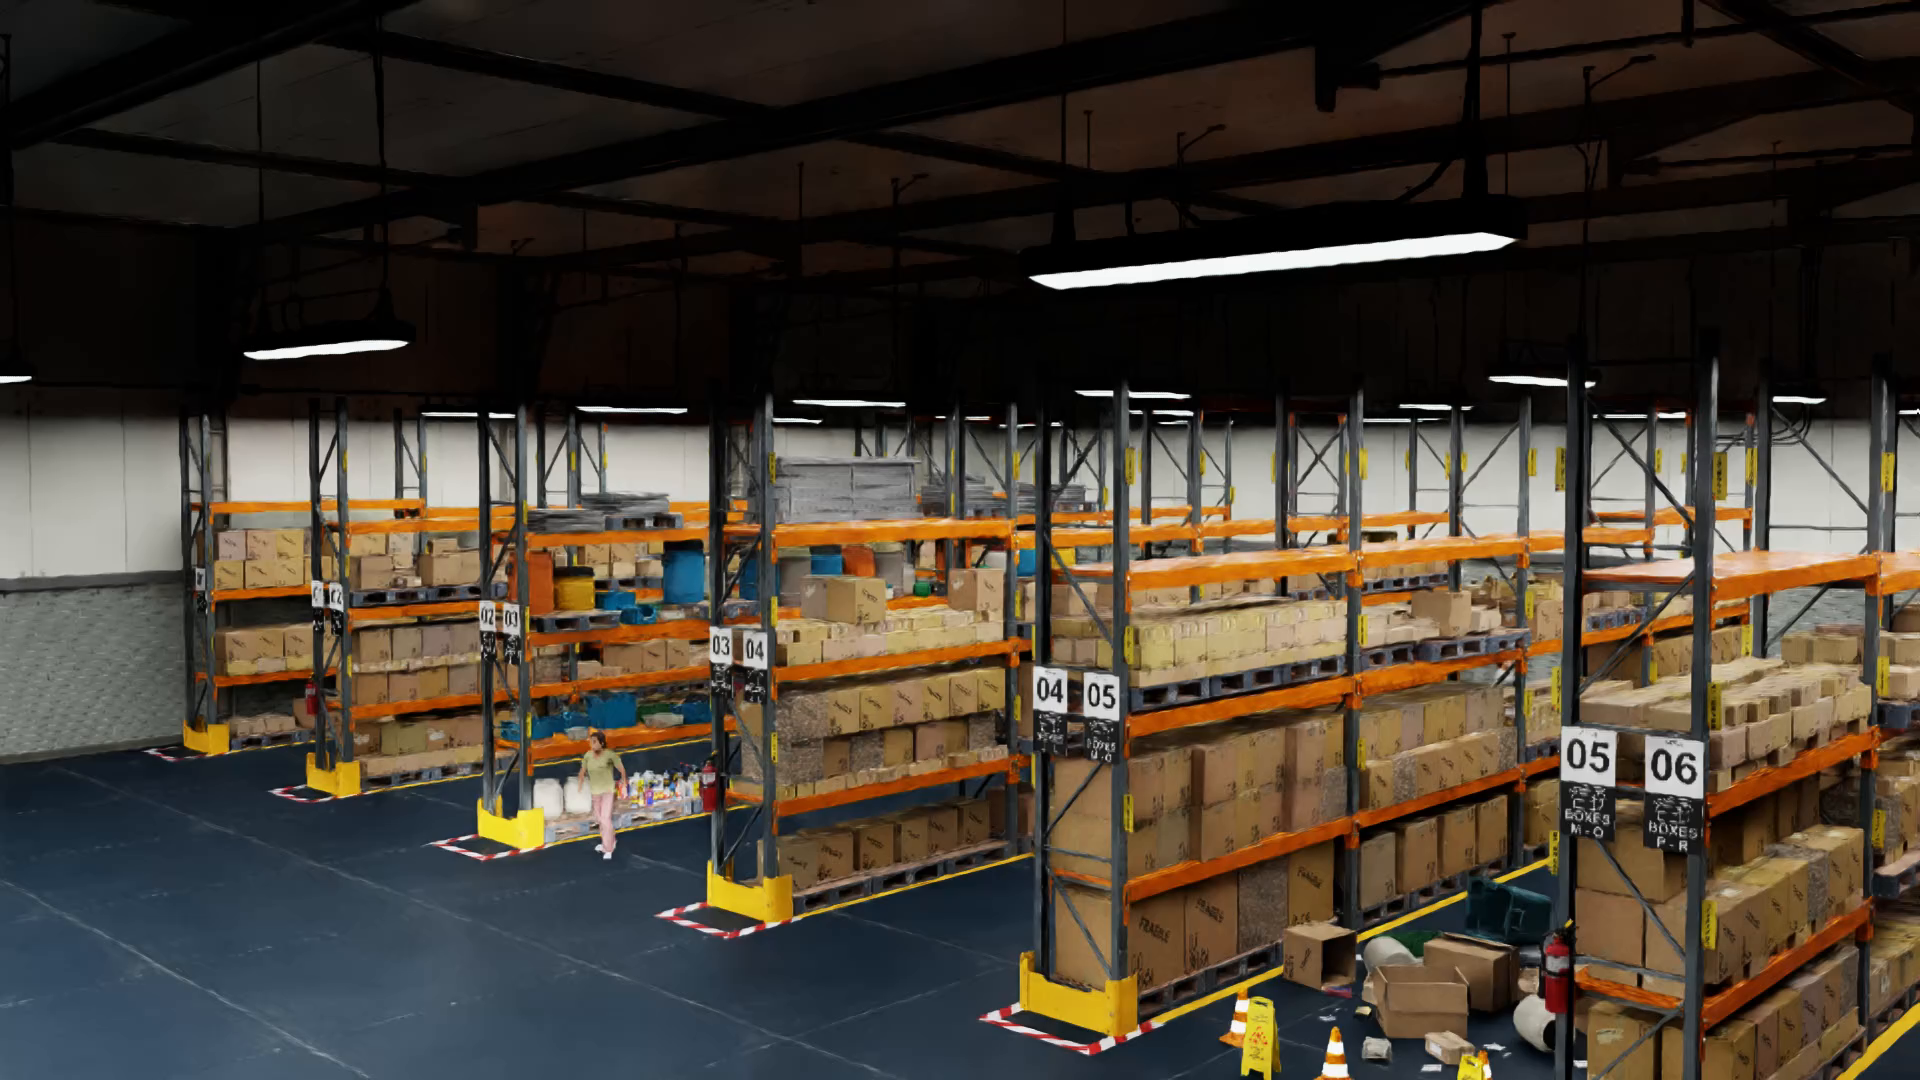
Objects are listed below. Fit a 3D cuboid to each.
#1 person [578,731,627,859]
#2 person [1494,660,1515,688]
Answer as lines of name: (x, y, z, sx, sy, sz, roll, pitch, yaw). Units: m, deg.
person: (-4.560, 3.230, 21.285, 0.612, 1.614, 0.774, 1, 3, 22)
person: (9.453, 2.794, 28.835, 0.549, 1.676, 0.398, -2, 3, -30)
